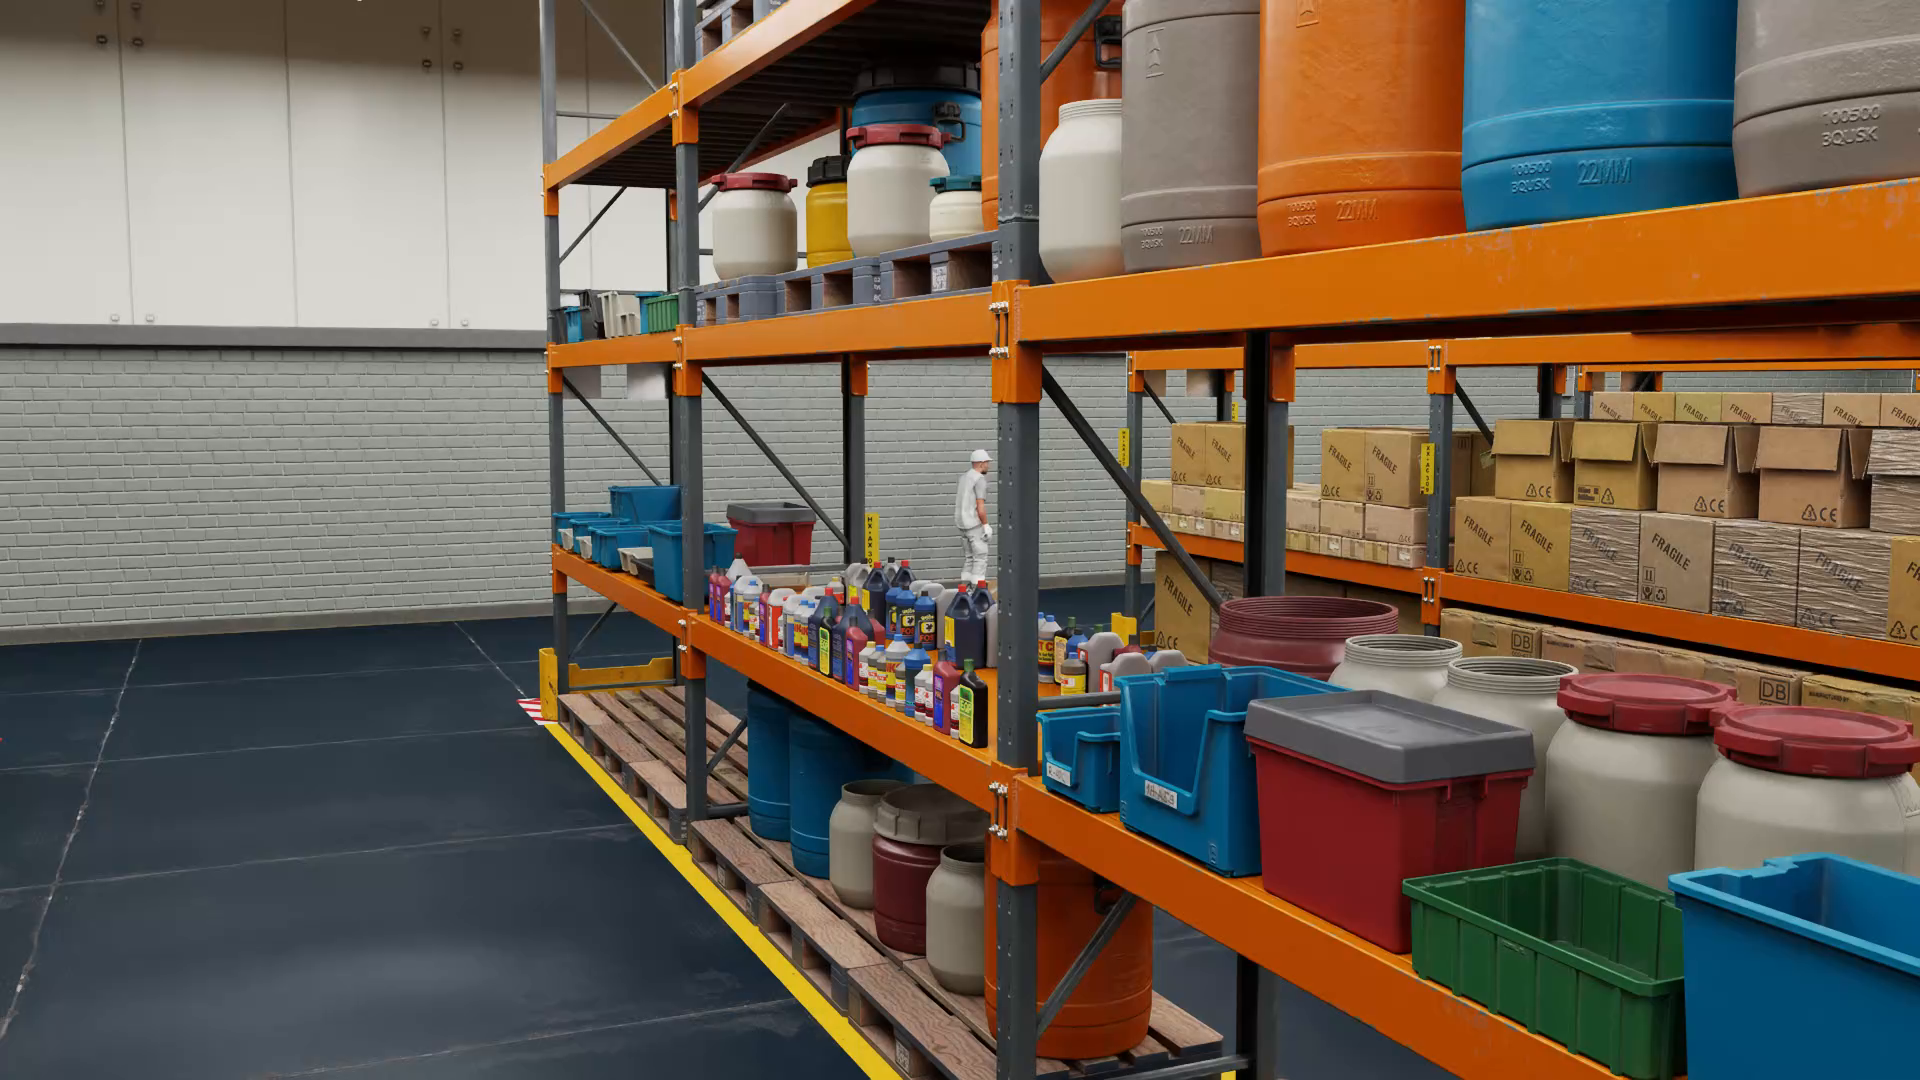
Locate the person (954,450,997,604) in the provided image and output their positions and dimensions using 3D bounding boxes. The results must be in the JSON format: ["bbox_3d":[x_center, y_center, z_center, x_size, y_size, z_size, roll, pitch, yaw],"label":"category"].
[{"bbox_3d":[0.186,-0.144,19.076,0.456,1.778,0.615,-2,6,-24],"label":"person"}]
